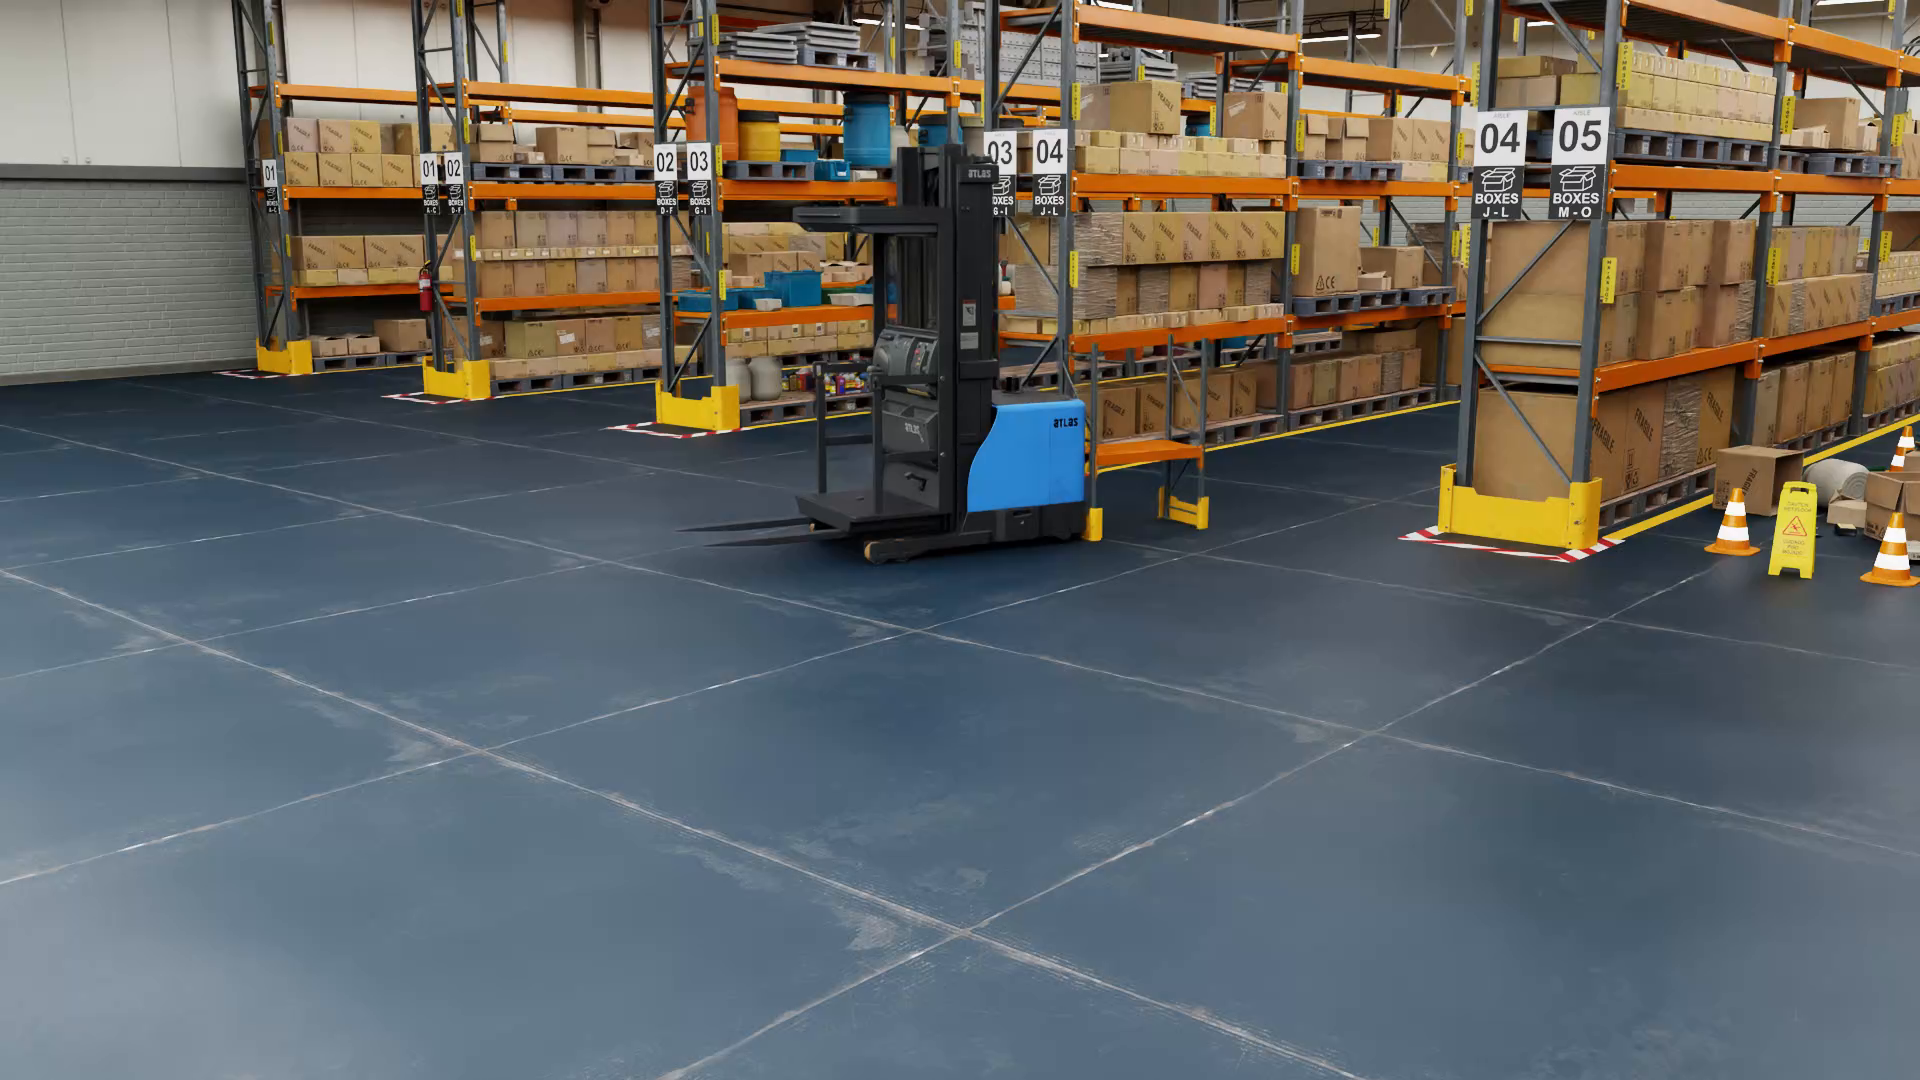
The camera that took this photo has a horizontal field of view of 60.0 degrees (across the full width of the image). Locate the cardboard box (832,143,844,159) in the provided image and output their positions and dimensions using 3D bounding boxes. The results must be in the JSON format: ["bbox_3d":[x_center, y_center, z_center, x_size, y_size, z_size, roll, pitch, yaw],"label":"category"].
[{"bbox_3d":[-2.311,-7.994,34.558,0.500,0.500,0.500,10,15,40],"label":"cardboard box"}]

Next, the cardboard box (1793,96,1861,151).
[{"bbox_3d":[8.647,-4.158,16.629,0.500,0.500,0.500,10,15,40],"label":"cardboard box"}]

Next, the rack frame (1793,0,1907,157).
[{"bbox_3d":[9.584,-5.617,17.858,1.000,3.000,0.127,10,15,40],"label":"rack frame"}]

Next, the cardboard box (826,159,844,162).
[{"bbox_3d":[-2.104,-6.062,27.057,0.500,0.250,0.500,10,15,42],"label":"cardboard box"}]

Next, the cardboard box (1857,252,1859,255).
[{"bbox_3d":[10.766,-3.449,20.372,0.380,0.149,0.250,11,15,42],"label":"cardboard box"}]

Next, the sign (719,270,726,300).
[{"bbox_3d":[-2.666,-2.858,18.657,0.100,0.325,0.005,10,15,40],"label":"sign"}]

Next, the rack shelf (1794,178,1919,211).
[{"bbox_3d":[10.904,-4.087,19.695,1.077,0.370,4.000,10,15,40],"label":"rack shelf"}]

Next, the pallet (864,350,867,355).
[{"bbox_3d":[-0.993,-3.350,28.945,1.003,0.211,1.213,10,15,40],"label":"pallet"}]

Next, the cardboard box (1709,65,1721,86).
[{"bbox_3d":[5.939,-3.762,13.506,0.380,0.149,0.250,10,15,41],"label":"cardboard box"}]

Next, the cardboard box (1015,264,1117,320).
[{"bbox_3d":[1.027,-2.426,16.186,0.875,0.500,0.500,10,15,40],"label":"cardboard box"}]

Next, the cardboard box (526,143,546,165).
[{"bbox_3d":[-5.866,-5.423,23.342,0.500,0.311,0.500,-10,15,-41],"label":"cardboard box"}]

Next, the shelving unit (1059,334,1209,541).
[{"bbox_3d":[1.356,-0.827,13.022,1.083,1.500,0.587,-6,13,-28],"label":"shelving unit"}]

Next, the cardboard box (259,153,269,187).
[{"bbox_3d":[-10.433,-5.699,25.623,0.500,0.500,0.500,-11,16,-43],"label":"cardboard box"}]

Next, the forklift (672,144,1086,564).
[{"bbox_3d":[-0.582,-1.382,12.145,3.031,2.935,1.130,-6,13,-28],"label":"forklift"}]

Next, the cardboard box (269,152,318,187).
[{"bbox_3d":[-10.110,-5.622,25.236,0.500,0.500,0.500,10,15,42],"label":"cardboard box"}]

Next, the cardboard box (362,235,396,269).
[{"bbox_3d":[-9.298,-4.557,26.287,0.500,0.500,0.500,9,14,39],"label":"cardboard box"}]

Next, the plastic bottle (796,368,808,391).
[{"bbox_3d":[-2.007,-2.035,21.072,0.152,0.276,0.135,10,15,41],"label":"plastic bottle"}]

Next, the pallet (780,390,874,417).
[{"bbox_3d":[-1.716,-1.742,20.893,1.003,0.211,1.213,10,15,40],"label":"pallet"}]

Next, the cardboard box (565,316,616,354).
[{"bbox_3d":[-5.282,-2.931,23.762,0.500,0.500,0.500,10,15,40],"label":"cardboard box"}]

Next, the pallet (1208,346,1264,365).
[{"bbox_3d":[4.304,-3.084,27.615,1.003,0.211,1.213,10,15,40],"label":"pallet"}]

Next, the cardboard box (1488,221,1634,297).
[{"bbox_3d":[4.577,-2.151,12.680,0.875,0.550,0.550,10,15,40],"label":"cardboard box"}]

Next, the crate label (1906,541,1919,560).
[{"bbox_3d":[6.817,0.084,11.942,0.250,0.136,0.298,2,12,11],"label":"crate label"}]

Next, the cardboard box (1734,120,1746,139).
[{"bbox_3d":[6.439,-3.481,14.138,0.380,0.149,0.250,10,15,41],"label":"cardboard box"}]

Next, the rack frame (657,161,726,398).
[{"bbox_3d":[-3.077,-2.794,19.044,1.000,3.000,0.127,10,15,40],"label":"rack frame"}]

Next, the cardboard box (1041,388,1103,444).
[{"bbox_3d":[1.069,-1.224,16.490,0.500,0.500,0.500,-9,14,-37],"label":"cardboard box"}]

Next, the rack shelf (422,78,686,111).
[{"bbox_3d":[-5.475,-6.123,23.248,1.077,0.370,4.000,10,15,40],"label":"rack shelf"}]

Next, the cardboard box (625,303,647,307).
[{"bbox_3d":[-6.097,-4.422,30.535,0.500,0.250,0.500,10,15,41],"label":"cardboard box"}]

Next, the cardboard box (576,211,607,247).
[{"bbox_3d":[-5.437,-4.422,23.622,0.700,0.500,0.500,10,15,40],"label":"cardboard box"}]

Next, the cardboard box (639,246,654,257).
[{"bbox_3d":[-4.681,-4.210,24.218,0.380,0.149,0.250,10,15,40],"label":"cardboard box"}]

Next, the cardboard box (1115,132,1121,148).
[{"bbox_3d":[1.317,-3.836,15.967,0.380,0.149,0.250,9,15,39],"label":"cardboard box"}]

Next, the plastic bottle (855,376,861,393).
[{"bbox_3d":[-1.288,-1.944,20.808,0.097,0.201,0.097,0,11,0],"label":"plastic bottle"}]

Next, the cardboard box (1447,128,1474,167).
[{"bbox_3d":[6.273,-5.158,21.881,0.797,0.503,0.637,11,16,44],"label":"cardboard box"}]

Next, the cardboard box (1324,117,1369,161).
[{"bbox_3d":[4.290,-4.665,19.416,0.797,0.503,0.637,11,15,43],"label":"cardboard box"}]

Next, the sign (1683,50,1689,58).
[{"bbox_3d":[11.604,-7.875,26.575,0.100,0.325,0.005,10,15,40],"label":"sign"}]

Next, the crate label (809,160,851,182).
[{"bbox_3d":[-1.593,-4.425,19.929,0.502,0.251,0.408,10,15,40],"label":"crate label"}]

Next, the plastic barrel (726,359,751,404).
[{"bbox_3d":[-2.700,-1.887,19.781,0.421,0.512,0.421,0,11,0],"label":"plastic barrel"}]

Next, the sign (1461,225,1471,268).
[{"bbox_3d":[3.904,-2.254,12.777,0.100,0.325,0.005,10,15,40],"label":"sign"}]

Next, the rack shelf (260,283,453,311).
[{"bbox_3d":[-9.198,-4.017,27.001,1.077,0.370,4.000,10,15,40],"label":"rack shelf"}]

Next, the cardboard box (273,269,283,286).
[{"bbox_3d":[-10.356,-4.105,25.939,0.500,0.250,0.500,10,15,41],"label":"cardboard box"}]

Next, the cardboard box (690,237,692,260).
[{"bbox_3d":[-5.124,-5.561,31.828,0.500,0.500,0.500,10,15,41],"label":"cardboard box"}]

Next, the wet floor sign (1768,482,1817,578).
[{"bbox_3d":[5.771,-0.083,11.480,0.267,0.644,0.232,7,13,31],"label":"wet floor sign"}]

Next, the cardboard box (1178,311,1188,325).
[{"bbox_3d":[2.139,-2.304,17.230,0.380,0.149,0.250,10,15,40],"label":"cardboard box"}]

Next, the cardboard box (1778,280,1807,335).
[{"bbox_3d":[7.825,-2.252,16.075,0.500,0.500,0.500,10,15,41],"label":"cardboard box"}]

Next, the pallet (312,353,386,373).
[{"bbox_3d":[-9.906,-2.834,26.361,1.003,0.211,1.213,10,15,40],"label":"pallet"}]

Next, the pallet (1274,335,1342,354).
[{"bbox_3d":[6.106,-3.486,29.626,1.003,0.211,1.213,10,15,40],"label":"pallet"}]

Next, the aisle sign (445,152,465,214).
[{"bbox_3d":[-6.608,-4.661,21.752,0.394,0.787,0.004,10,15,40],"label":"aisle sign"}]

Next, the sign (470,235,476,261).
[{"bbox_3d":[-6.382,-3.826,21.797,0.100,0.325,0.005,10,15,40],"label":"sign"}]

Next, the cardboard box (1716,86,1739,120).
[{"bbox_3d":[6.146,-3.631,13.872,0.500,0.250,0.500,10,15,40],"label":"cardboard box"}]

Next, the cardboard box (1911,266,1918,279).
[{"bbox_3d":[11.242,-3.214,19.952,0.380,0.149,0.250,10,15,41],"label":"cardboard box"}]

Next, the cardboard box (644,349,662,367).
[{"bbox_3d":[-4.634,-2.713,24.583,0.500,0.250,0.500,10,15,40],"label":"cardboard box"}]

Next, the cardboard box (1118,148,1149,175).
[{"bbox_3d":[1.492,-3.666,16.130,0.500,0.250,0.500,9,15,39],"label":"cardboard box"}]

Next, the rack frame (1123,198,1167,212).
[{"bbox_3d":[3.767,-5.789,34.039,1.000,3.000,0.127,10,15,40],"label":"rack frame"}]

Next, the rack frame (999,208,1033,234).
[{"bbox_3d":[1.126,-5.201,31.092,1.000,3.000,0.127,10,15,40],"label":"rack frame"}]

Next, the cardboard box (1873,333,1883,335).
[{"bbox_3d":[11.188,-2.458,20.755,0.500,0.250,0.500,10,15,42],"label":"cardboard box"}]

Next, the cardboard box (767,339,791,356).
[{"bbox_3d":[-3.024,-3.060,26.323,0.500,0.250,0.500,9,15,39],"label":"cardboard box"}]
